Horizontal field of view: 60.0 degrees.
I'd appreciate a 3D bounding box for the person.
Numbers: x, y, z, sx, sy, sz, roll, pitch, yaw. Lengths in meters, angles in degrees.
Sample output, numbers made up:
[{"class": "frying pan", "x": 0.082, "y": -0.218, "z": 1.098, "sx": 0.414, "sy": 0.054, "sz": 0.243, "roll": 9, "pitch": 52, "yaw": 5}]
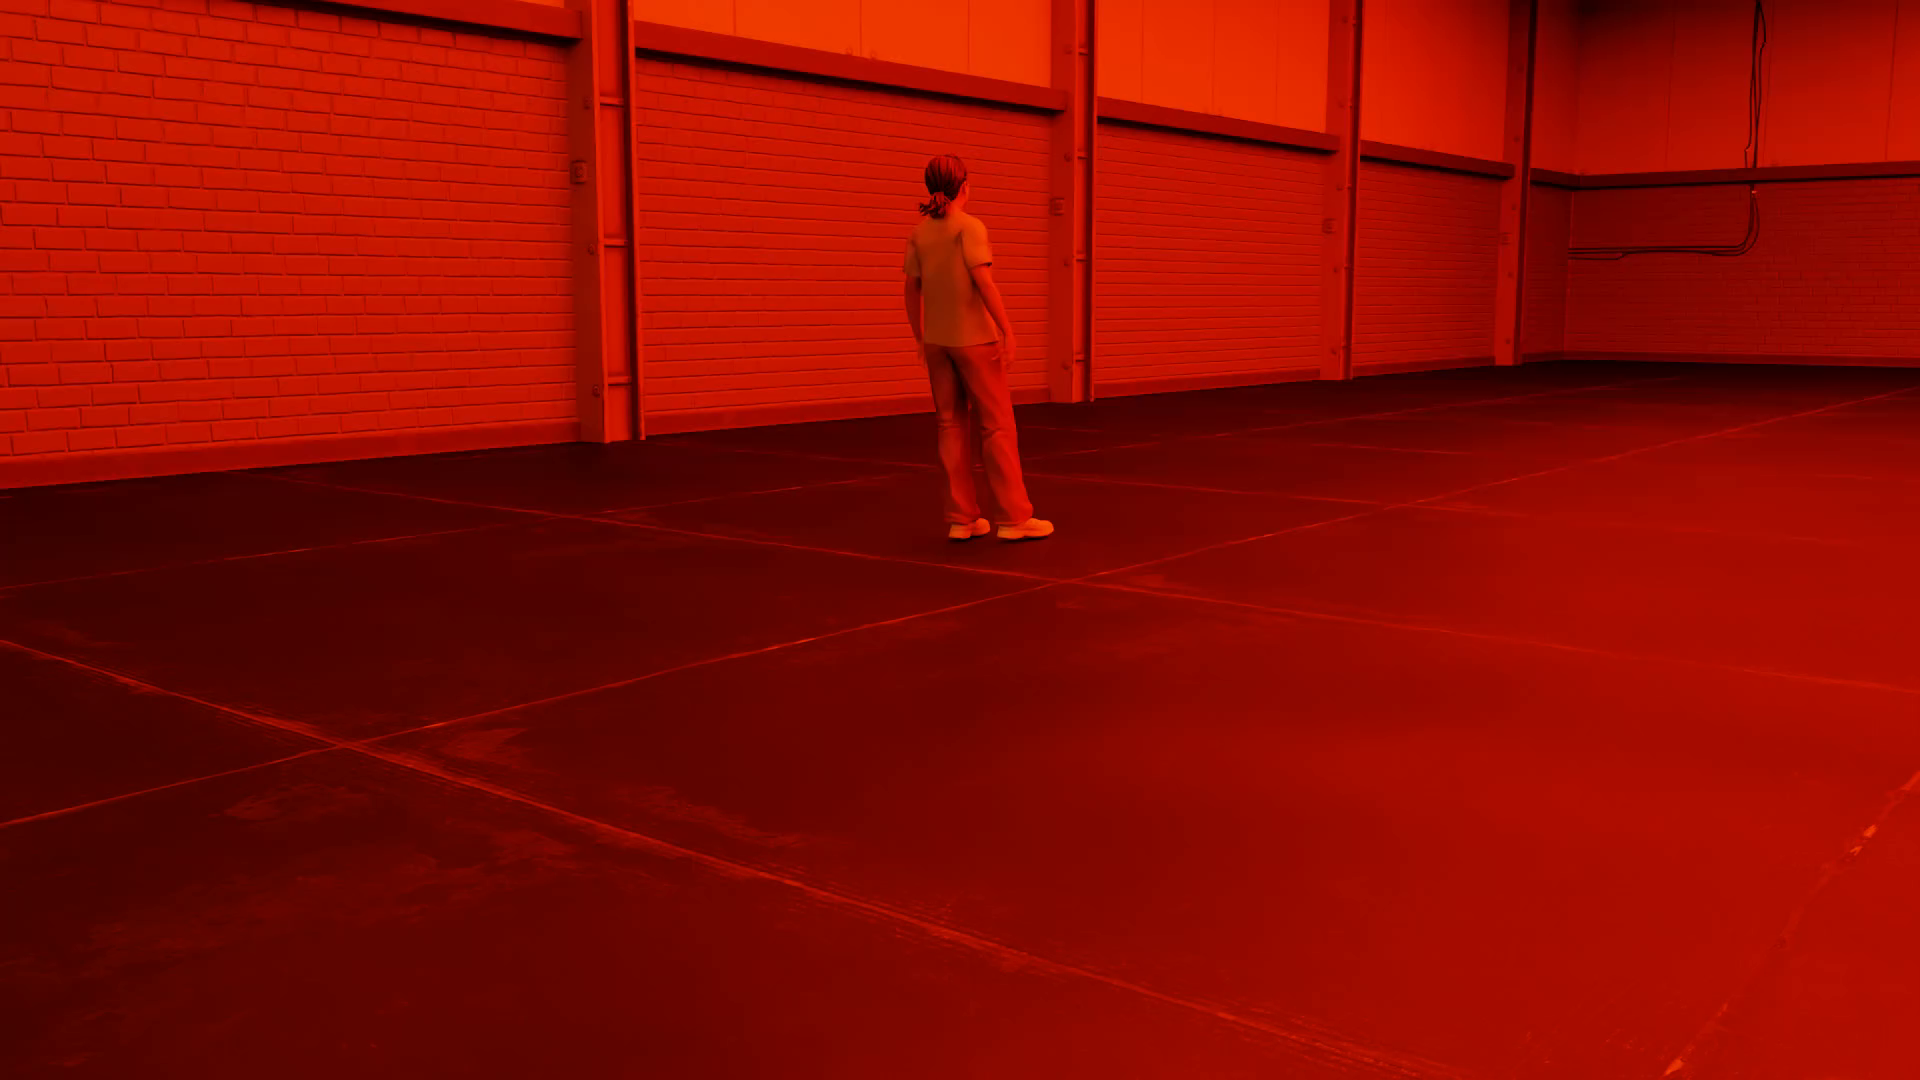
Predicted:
[{"class": "person", "x": 0.055, "y": -0.844, "z": 7.332, "sx": 0.553, "sy": 1.675, "sz": 0.549, "roll": 7, "pitch": 11, "yaw": 38}]
